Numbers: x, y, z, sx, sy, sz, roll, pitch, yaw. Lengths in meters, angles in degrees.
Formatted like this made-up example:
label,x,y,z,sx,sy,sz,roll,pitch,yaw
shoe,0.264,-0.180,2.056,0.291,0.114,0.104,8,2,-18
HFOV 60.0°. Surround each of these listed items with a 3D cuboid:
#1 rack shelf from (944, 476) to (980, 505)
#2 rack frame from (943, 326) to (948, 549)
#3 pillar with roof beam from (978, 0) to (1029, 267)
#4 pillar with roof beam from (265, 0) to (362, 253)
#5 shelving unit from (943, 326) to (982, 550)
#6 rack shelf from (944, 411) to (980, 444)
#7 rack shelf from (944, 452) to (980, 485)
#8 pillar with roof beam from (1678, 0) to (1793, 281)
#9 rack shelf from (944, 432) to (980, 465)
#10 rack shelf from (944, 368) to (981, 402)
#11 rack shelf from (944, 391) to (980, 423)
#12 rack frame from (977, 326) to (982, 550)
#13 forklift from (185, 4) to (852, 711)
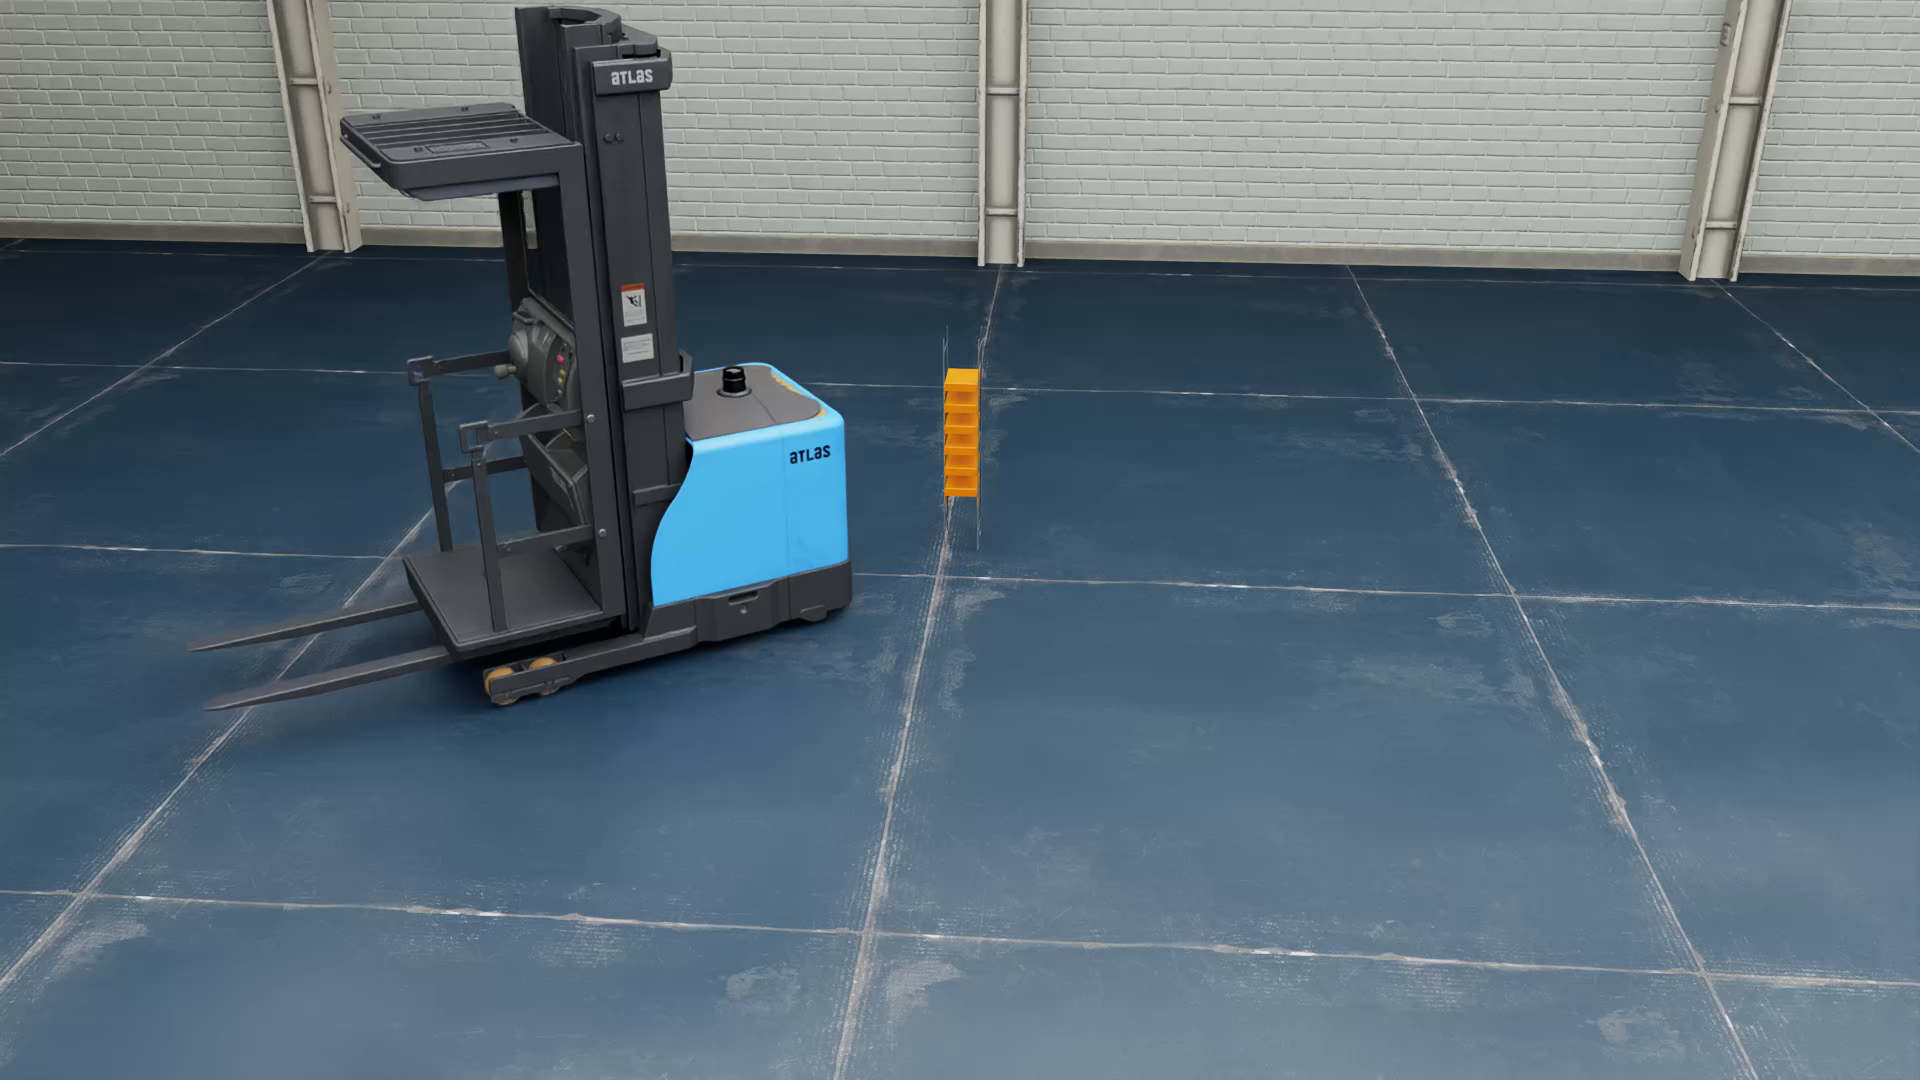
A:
label,x,y,z,sx,sy,sz,roll,pitch,yaw
rack shelf,0.014,-0.286,9.117,0.180,0.103,0.258,2,25,4
rack frame,-0.077,-0.548,9.005,0.006,1.200,0.240,2,25,4
pillar with roof beam,0.034,-4.732,8.768,0.400,9.000,9.100,2,25,4
pillar with roof beam,-5.948,-4.924,9.186,0.400,9.000,9.100,2,25,4
shelving unit,0.014,-0.545,8.998,0.189,1.200,0.258,2,25,4
rack shelf,0.014,-0.613,8.967,0.180,0.103,0.258,2,25,4
rack shelf,0.014,-0.395,9.067,0.180,0.103,0.258,2,25,4
pillar with roof beam,6.017,-4.540,8.351,0.400,9.000,9.100,2,25,4
rack shelf,0.014,-0.504,9.017,0.180,0.103,0.258,2,25,4
rack shelf,0.014,-0.831,8.866,0.180,0.103,0.258,2,25,4
rack shelf,0.014,-0.722,8.916,0.180,0.103,0.258,2,25,4
rack frame,0.106,-0.542,8.992,0.006,1.200,0.240,2,25,4
forklift,-2.085,-0.830,7.547,3.031,2.935,1.130,-13,28,-26
